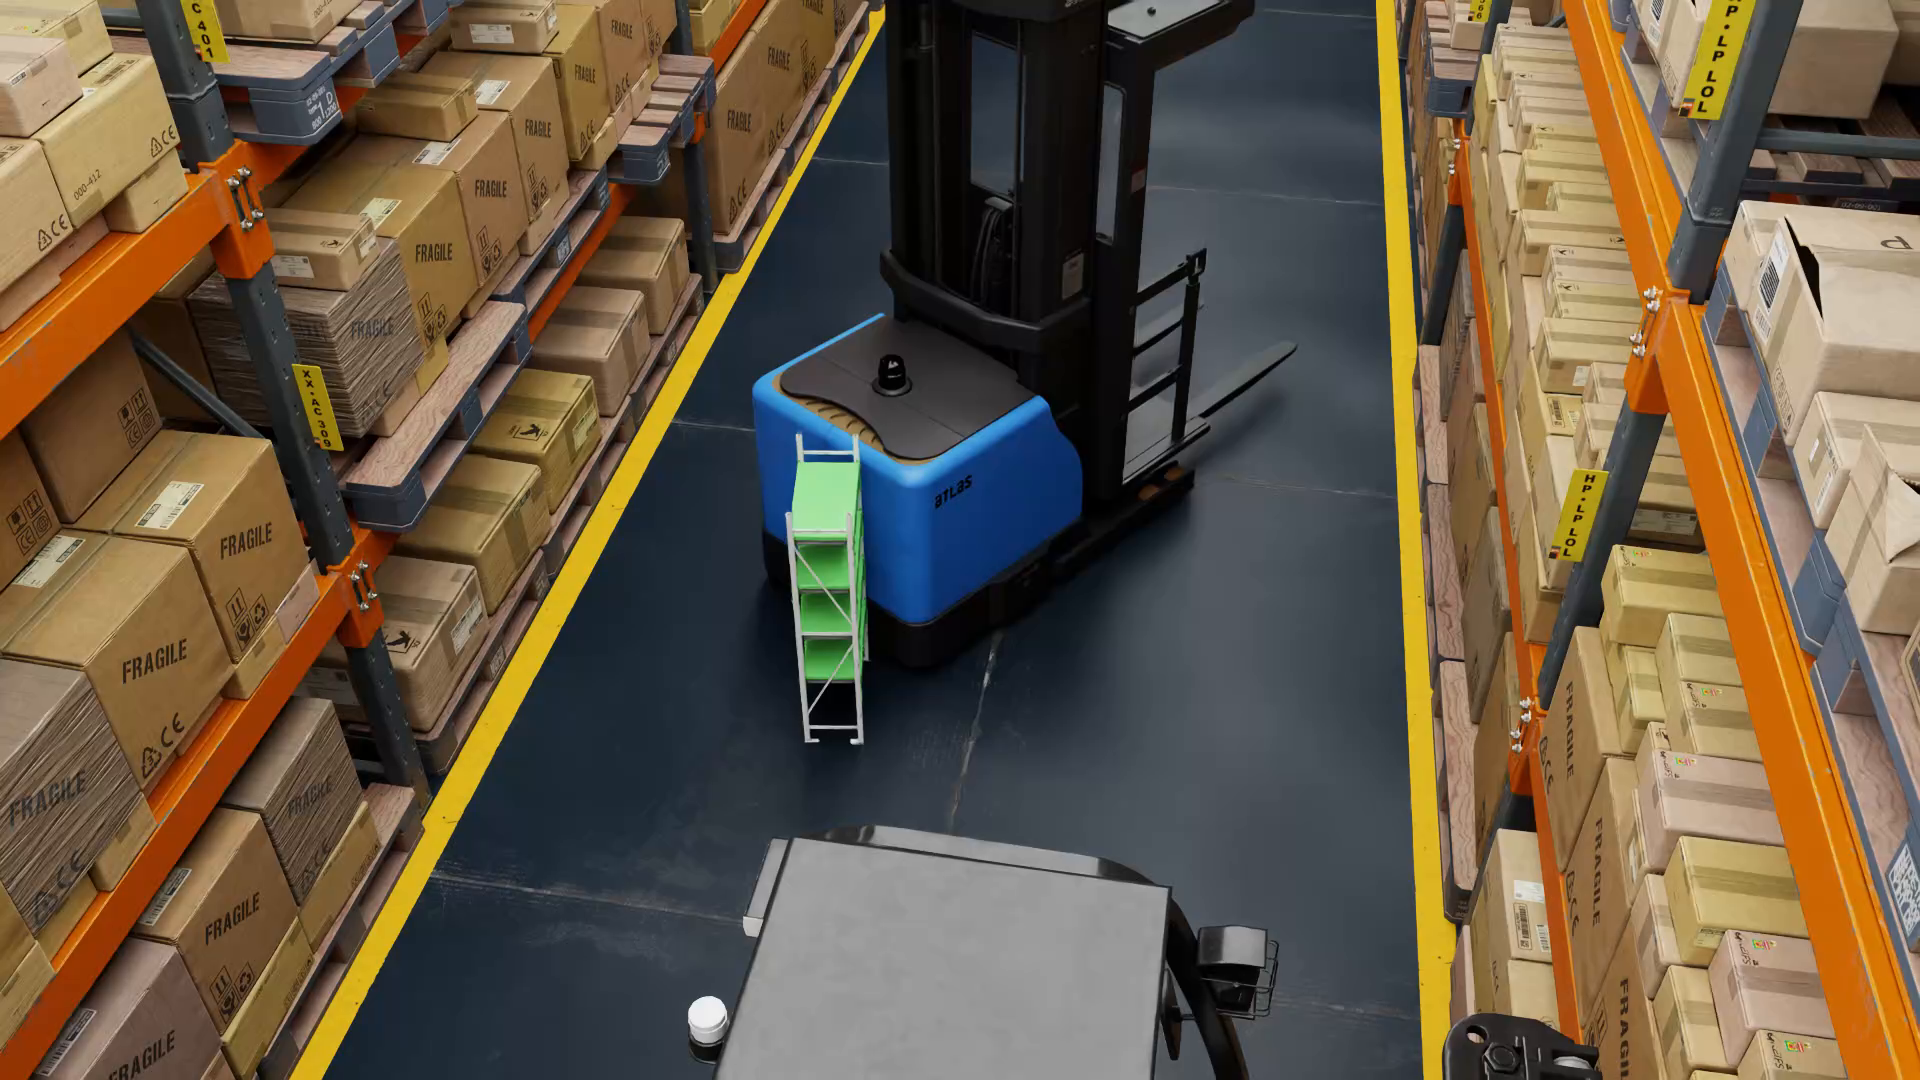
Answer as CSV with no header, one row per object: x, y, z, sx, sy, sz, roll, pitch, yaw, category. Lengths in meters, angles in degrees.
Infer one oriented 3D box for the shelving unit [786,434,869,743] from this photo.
-0.516,0.211,6.650,0.258,1.200,0.503,0,40,0,shelving unit

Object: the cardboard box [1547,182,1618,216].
2.480,-1.245,6.411,0.380,0.149,0.250,6,40,8,cardboard box

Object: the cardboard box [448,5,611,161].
-1.871,-2.010,7.283,0.500,0.500,0.500,4,40,5,cardboard box

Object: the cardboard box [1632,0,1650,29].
2.187,-1.581,4.841,0.380,0.149,0.250,6,40,8,cardboard box

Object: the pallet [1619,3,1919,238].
2.436,-1.236,4.783,0.805,0.209,1.217,5,40,6,pallet

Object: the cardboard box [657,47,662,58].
-1.726,-2.487,8.368,0.380,0.149,0.250,8,40,9,cardboard box

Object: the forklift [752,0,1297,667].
0.490,-1.433,7.280,1.130,2.935,3.031,31,49,32,forklift

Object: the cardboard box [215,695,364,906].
-2.432,0.867,5.685,0.500,0.500,0.500,6,40,7,cardboard box

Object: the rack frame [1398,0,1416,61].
3.680,-4.619,11.079,1.000,3.000,0.127,6,40,8,rack frame

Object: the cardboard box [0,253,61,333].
-2.499,-0.659,4.133,0.380,0.149,0.250,7,40,8,cardboard box

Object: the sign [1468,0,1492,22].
2.452,-2.578,7.765,0.100,0.325,0.005,6,40,8,sign

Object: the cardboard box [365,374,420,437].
-2.187,-0.520,5.990,0.380,0.149,0.250,7,40,8,cardboard box

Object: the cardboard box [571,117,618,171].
-1.786,-1.816,7.557,0.380,0.149,0.250,7,40,8,cardboard box

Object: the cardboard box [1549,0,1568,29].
3.231,-2.615,8.247,0.500,0.500,0.500,8,40,10,cardboard box

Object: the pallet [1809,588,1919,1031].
1.960,0.581,2.505,1.003,0.211,1.213,6,40,8,pallet

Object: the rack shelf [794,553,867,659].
-0.516,0.260,6.691,0.258,0.148,0.480,0,40,0,rack shelf

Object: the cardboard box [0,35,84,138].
-2.403,-1.115,4.059,0.380,0.149,0.250,5,40,7,cardboard box

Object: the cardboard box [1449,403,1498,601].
2.645,-0.132,7.186,0.875,0.625,0.625,5,40,6,cardboard box

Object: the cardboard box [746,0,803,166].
-1.541,-2.980,10.435,0.875,0.875,0.875,7,40,8,cardboard box

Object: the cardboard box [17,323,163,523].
-2.883,-0.430,4.916,0.700,0.500,0.500,6,40,7,cardboard box

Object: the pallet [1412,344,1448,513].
2.807,-0.522,8.312,1.003,0.211,1.213,6,40,8,pallet

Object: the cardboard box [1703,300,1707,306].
2.841,-0.878,5.967,0.380,0.149,0.250,6,40,7,cardboard box

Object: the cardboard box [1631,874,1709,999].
1.758,0.925,3.787,0.380,0.149,0.250,6,40,7,cardboard box

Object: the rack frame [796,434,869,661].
-0.516,0.056,6.838,0.240,1.200,0.015,0,40,0,rack frame

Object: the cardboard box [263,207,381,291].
-2.164,-0.964,5.509,0.380,0.149,0.250,6,40,7,cardboard box

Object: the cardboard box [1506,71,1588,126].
2.579,-1.898,7.201,0.380,0.149,0.250,7,40,9,cardboard box

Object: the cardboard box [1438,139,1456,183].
2.841,-2.070,9.119,0.380,0.149,0.250,4,40,5,cardboard box

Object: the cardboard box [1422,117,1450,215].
3.034,-2.238,9.832,0.500,0.500,0.500,8,40,10,cardboard box

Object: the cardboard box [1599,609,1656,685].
1.982,0.284,4.561,0.380,0.149,0.250,6,40,7,cardboard box

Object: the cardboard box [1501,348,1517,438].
2.323,-0.510,6.227,0.500,0.250,0.500,7,40,8,cardboard box

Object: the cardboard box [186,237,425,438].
-2.230,-0.721,5.723,0.500,0.500,0.500,7,40,9,cardboard box

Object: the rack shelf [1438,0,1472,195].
3.334,-3.087,9.791,1.077,0.370,4.000,6,40,8,rack shelf

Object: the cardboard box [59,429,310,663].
-2.425,0.010,5.169,0.500,0.500,0.500,5,40,7,cardboard box

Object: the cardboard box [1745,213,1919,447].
1.912,-0.425,3.315,0.500,0.311,0.500,7,40,9,cardboard box

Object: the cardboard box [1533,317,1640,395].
2.172,-0.617,5.652,0.380,0.149,0.250,5,40,6,cardboard box

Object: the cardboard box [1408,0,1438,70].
3.375,-3.539,11.405,0.500,0.500,0.500,8,40,10,cardboard box

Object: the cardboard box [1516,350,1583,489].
2.211,-0.393,5.694,0.500,0.250,0.500,5,40,7,cardboard box

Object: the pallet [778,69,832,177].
-1.477,-2.829,11.103,1.003,0.211,1.213,6,40,8,pallet

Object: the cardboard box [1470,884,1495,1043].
1.908,1.376,5.264,0.500,0.250,0.500,6,40,7,cardboard box

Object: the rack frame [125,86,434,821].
-2.593,-0.143,5.666,1.000,3.000,0.127,6,40,8,rack frame

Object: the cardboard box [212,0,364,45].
-2.097,-1.726,5.014,0.500,0.250,0.500,5,40,6,cardboard box

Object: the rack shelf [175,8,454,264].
-2.247,-2.277,6.458,1.077,0.370,4.000,6,40,8,rack shelf

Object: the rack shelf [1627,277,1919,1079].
1.950,0.778,2.762,1.077,0.370,4.000,6,40,8,rack shelf

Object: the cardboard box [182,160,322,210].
-2.655,-1.085,6.163,0.500,0.500,0.500,7,40,8,cardboard box

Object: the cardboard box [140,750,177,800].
-2.564,0.656,4.897,0.380,0.149,0.250,6,40,7,cardboard box

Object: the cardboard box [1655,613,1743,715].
2.010,0.342,4.258,0.380,0.149,0.250,7,40,8,cardboard box

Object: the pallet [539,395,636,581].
-2.251,-0.325,8.075,1.003,0.211,1.213,6,40,8,pallet

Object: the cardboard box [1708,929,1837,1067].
1.804,0.983,3.483,0.380,0.149,0.250,6,40,7,cardboard box

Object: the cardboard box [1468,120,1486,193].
2.671,-1.799,7.787,0.500,0.250,0.500,7,40,8,cardboard box

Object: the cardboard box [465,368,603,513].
-2.265,-0.510,7.842,0.950,0.372,0.625,8,40,9,cardboard box

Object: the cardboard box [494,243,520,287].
-2.031,-1.174,6.780,0.380,0.149,0.250,7,40,8,cardboard box

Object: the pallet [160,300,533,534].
-2.318,-0.533,6.288,1.003,0.211,1.213,6,40,8,pallet

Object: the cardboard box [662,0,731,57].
-1.569,-2.875,9.088,0.500,0.250,0.500,6,40,7,cardboard box

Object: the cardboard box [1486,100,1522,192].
2.583,-1.678,7.248,0.500,0.250,0.500,8,40,9,cardboard box
